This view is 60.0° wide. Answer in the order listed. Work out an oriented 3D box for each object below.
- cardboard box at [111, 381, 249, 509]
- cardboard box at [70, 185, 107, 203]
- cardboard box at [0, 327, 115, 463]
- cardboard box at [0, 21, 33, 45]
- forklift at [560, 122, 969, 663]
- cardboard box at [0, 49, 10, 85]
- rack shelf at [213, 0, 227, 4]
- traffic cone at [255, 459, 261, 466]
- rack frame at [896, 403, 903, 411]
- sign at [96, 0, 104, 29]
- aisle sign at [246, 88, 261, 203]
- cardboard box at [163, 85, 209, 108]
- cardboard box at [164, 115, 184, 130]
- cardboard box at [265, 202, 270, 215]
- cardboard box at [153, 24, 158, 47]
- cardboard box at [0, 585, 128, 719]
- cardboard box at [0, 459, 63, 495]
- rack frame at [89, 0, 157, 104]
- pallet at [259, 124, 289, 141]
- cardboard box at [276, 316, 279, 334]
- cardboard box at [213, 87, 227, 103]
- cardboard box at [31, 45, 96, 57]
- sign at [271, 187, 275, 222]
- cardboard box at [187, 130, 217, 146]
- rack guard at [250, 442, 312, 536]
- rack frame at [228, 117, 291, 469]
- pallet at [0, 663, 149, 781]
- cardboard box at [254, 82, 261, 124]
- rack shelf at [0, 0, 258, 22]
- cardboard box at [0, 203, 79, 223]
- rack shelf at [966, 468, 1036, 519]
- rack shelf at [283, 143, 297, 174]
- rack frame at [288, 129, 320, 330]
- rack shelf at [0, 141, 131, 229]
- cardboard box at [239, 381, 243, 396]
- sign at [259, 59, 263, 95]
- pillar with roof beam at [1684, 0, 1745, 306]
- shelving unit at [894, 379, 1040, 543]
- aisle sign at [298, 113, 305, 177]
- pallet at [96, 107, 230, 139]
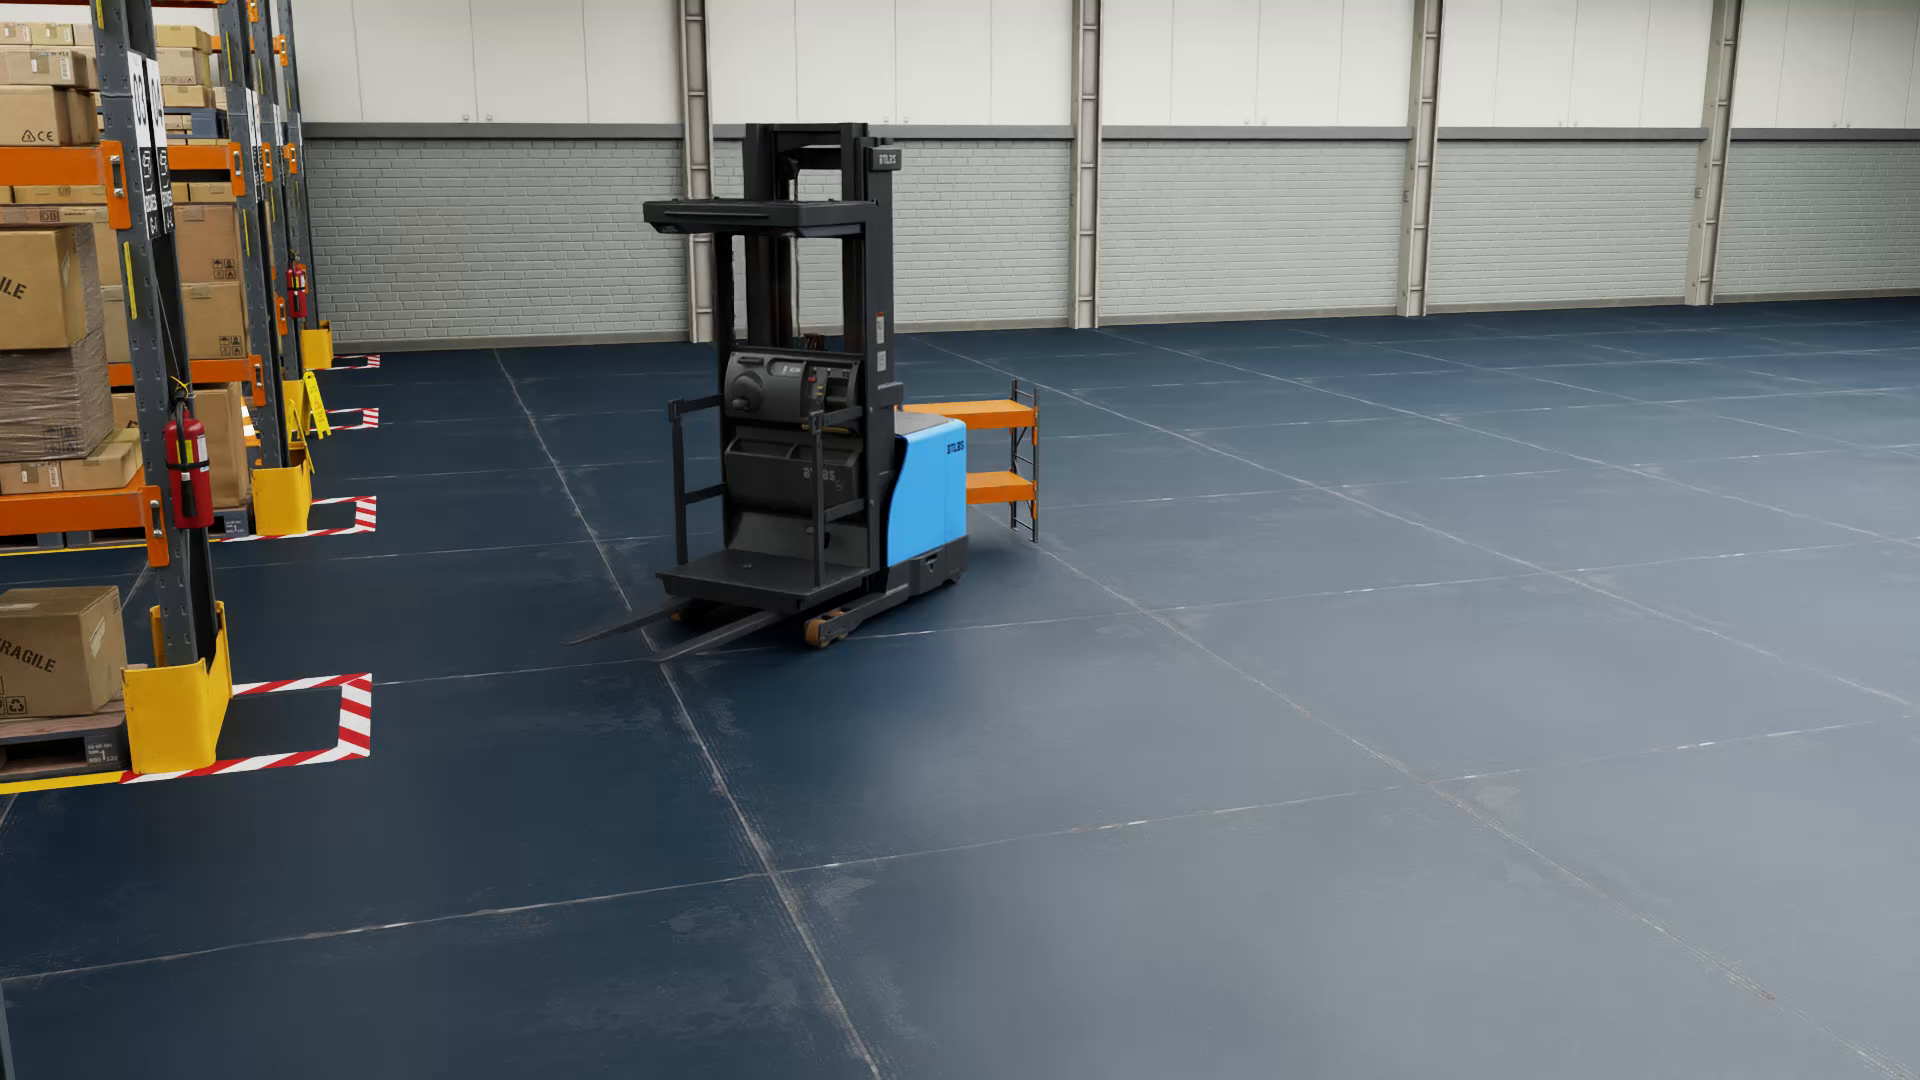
[{"bbox_3d":[-5.848,-0.727,12.400,0.875,0.875,0.875,-4,14,-18],"label":"cardboard box"},{"bbox_3d":[-8.248,-3.197,16.082,0.500,0.500,0.700,-5,14,-19],"label":"cardboard box"},{"bbox_3d":[-4.270,-0.684,7.678,0.500,0.500,0.875,-4,14,-18],"label":"cardboard box"},{"bbox_3d":[-6.399,-3.425,11.272,0.250,0.149,0.380,-4,14,-18],"label":"cardboard box"},{"bbox_3d":[-1.104,-0.927,9.706,1.130,2.935,3.031,7,15,28],"label":"forklift"},{"bbox_3d":[-4.188,-2.023,7.147,0.250,0.149,0.380,-5,14,-20],"label":"cardboard box"},{"bbox_3d":[-7.122,-3.847,11.289,4.000,0.370,1.077,-4,14,-18],"label":"rack shelf"},{"bbox_3d":[-6.221,-0.932,15.060,0.334,0.463,0.336,-4,14,-18],"label":"traffic cone"},{"bbox_3d":[-0.488,-0.509,11.853,0.032,1.125,0.500,-4,14,-18],"label":"rack frame"},{"bbox_3d":[-3.582,-2.292,6.902,0.005,0.325,0.100,-4,14,-18],"label":"sign"},{"bbox_3d":[-5.063,-2.825,11.919,0.004,0.787,0.394,-4,14,-18],"label":"aisle sign"},{"bbox_3d":[-5.433,-3.112,11.680,0.250,0.149,0.380,-4,14,-18],"label":"cardboard box"},{"bbox_3d":[-7.781,-4.099,16.093,0.500,0.250,0.500,-5,14,-19],"label":"cardboard box"},{"bbox_3d":[-8.760,-4.223,21.156,0.250,0.149,0.380,-4,14,-18],"label":"cardboard box"},{"bbox_3d":[-5.674,-3.481,11.510,0.250,0.149,0.380,-4,14,-18],"label":"cardboard box"},{"bbox_3d":[-4.337,0.529,7.932,0.500,0.500,0.500,-2,14,-8],"label":"cardboard box"},{"bbox_3d":[-4.181,-0.319,7.543,0.250,0.149,0.380,-4,14,-18],"label":"cardboard box"},{"bbox_3d":[-3.740,-3.444,7.175,0.127,3.000,1.000,-4,14,-18],"label":"rack frame"},{"bbox_3d":[-9.166,-5.157,21.050,1.213,0.211,1.003,-4,14,-18],"label":"pallet"},{"bbox_3d":[-8.849,-2.793,21.355,0.500,0.250,0.500,-5,14,-19],"label":"cardboard box"},{"bbox_3d":[-7.127,-4.334,16.219,0.250,0.149,0.380,-4,14,-18],"label":"cardboard box"},{"bbox_3d":[-6.075,-3.270,11.486,0.500,0.250,0.500,-4,14,-18],"label":"cardboard box"},{"bbox_3d":[-6.743,-3.293,16.318,0.005,0.325,0.100,-4,14,-18],"label":"sign"},{"bbox_3d":[-7.375,-3.923,16.213,0.250,0.149,0.380,-4,14,-18],"label":"cardboard box"},{"bbox_3d":[-5.203,-0.406,12.771,0.348,0.500,1.175,-4,14,-18],"label":"rack guard"},{"bbox_3d":[-5.226,-1.621,12.474,0.127,3.000,1.000,-4,14,-18],"label":"rack frame"},{"bbox_3d":[-4.593,0.889,7.949,1.213,0.211,1.003,-4,14,-18],"label":"pallet"},{"bbox_3d":[-8.829,-5.462,20.802,0.500,0.500,0.500,-4,14,-16],"label":"cardboard box"},{"bbox_3d":[-8.796,-5.118,15.776,4.000,0.370,1.077,-4,14,-18],"label":"rack shelf"},{"bbox_3d":[-6.656,-2.128,11.948,0.550,0.550,0.875,-4,14,-18],"label":"cardboard box"},{"bbox_3d":[-0.006,-0.309,12.067,1.000,0.278,0.538,-4,14,-18],"label":"rack shelf"},{"bbox_3d":[-10.383,-4.749,20.698,4.000,0.370,1.077,-4,14,-18],"label":"rack shelf"},{"bbox_3d":[-8.487,-3.787,21.582,0.127,3.000,1.000,-4,14,-18],"label":"rack frame"},{"bbox_3d":[-5.636,-1.487,6.985,4.000,0.370,1.077,-4,14,-18],"label":"rack shelf"},{"bbox_3d":[-7.753,-1.567,17.281,0.500,0.250,0.500,-5,14,-19],"label":"cardboard box"},{"bbox_3d":[-6.743,-4.466,16.039,0.005,0.325,0.100,-4,14,-18],"label":"sign"},{"bbox_3d":[14.685,-7.679,24.980,0.400,9.000,9.100,-4,14,-18],"label":"pillar with roof beam"},{"bbox_3d":[-0.006,-0.547,12.011,1.048,1.125,0.538,-4,14,-18],"label":"shelving unit"},{"bbox_3d":[-8.331,-4.992,21.031,0.004,0.787,0.394,-4,14,-18],"label":"aisle sign"},{"bbox_3d":[-5.926,-2.980,11.897,1.213,0.211,1.003,-4,14,-18],"label":"pallet"}]
